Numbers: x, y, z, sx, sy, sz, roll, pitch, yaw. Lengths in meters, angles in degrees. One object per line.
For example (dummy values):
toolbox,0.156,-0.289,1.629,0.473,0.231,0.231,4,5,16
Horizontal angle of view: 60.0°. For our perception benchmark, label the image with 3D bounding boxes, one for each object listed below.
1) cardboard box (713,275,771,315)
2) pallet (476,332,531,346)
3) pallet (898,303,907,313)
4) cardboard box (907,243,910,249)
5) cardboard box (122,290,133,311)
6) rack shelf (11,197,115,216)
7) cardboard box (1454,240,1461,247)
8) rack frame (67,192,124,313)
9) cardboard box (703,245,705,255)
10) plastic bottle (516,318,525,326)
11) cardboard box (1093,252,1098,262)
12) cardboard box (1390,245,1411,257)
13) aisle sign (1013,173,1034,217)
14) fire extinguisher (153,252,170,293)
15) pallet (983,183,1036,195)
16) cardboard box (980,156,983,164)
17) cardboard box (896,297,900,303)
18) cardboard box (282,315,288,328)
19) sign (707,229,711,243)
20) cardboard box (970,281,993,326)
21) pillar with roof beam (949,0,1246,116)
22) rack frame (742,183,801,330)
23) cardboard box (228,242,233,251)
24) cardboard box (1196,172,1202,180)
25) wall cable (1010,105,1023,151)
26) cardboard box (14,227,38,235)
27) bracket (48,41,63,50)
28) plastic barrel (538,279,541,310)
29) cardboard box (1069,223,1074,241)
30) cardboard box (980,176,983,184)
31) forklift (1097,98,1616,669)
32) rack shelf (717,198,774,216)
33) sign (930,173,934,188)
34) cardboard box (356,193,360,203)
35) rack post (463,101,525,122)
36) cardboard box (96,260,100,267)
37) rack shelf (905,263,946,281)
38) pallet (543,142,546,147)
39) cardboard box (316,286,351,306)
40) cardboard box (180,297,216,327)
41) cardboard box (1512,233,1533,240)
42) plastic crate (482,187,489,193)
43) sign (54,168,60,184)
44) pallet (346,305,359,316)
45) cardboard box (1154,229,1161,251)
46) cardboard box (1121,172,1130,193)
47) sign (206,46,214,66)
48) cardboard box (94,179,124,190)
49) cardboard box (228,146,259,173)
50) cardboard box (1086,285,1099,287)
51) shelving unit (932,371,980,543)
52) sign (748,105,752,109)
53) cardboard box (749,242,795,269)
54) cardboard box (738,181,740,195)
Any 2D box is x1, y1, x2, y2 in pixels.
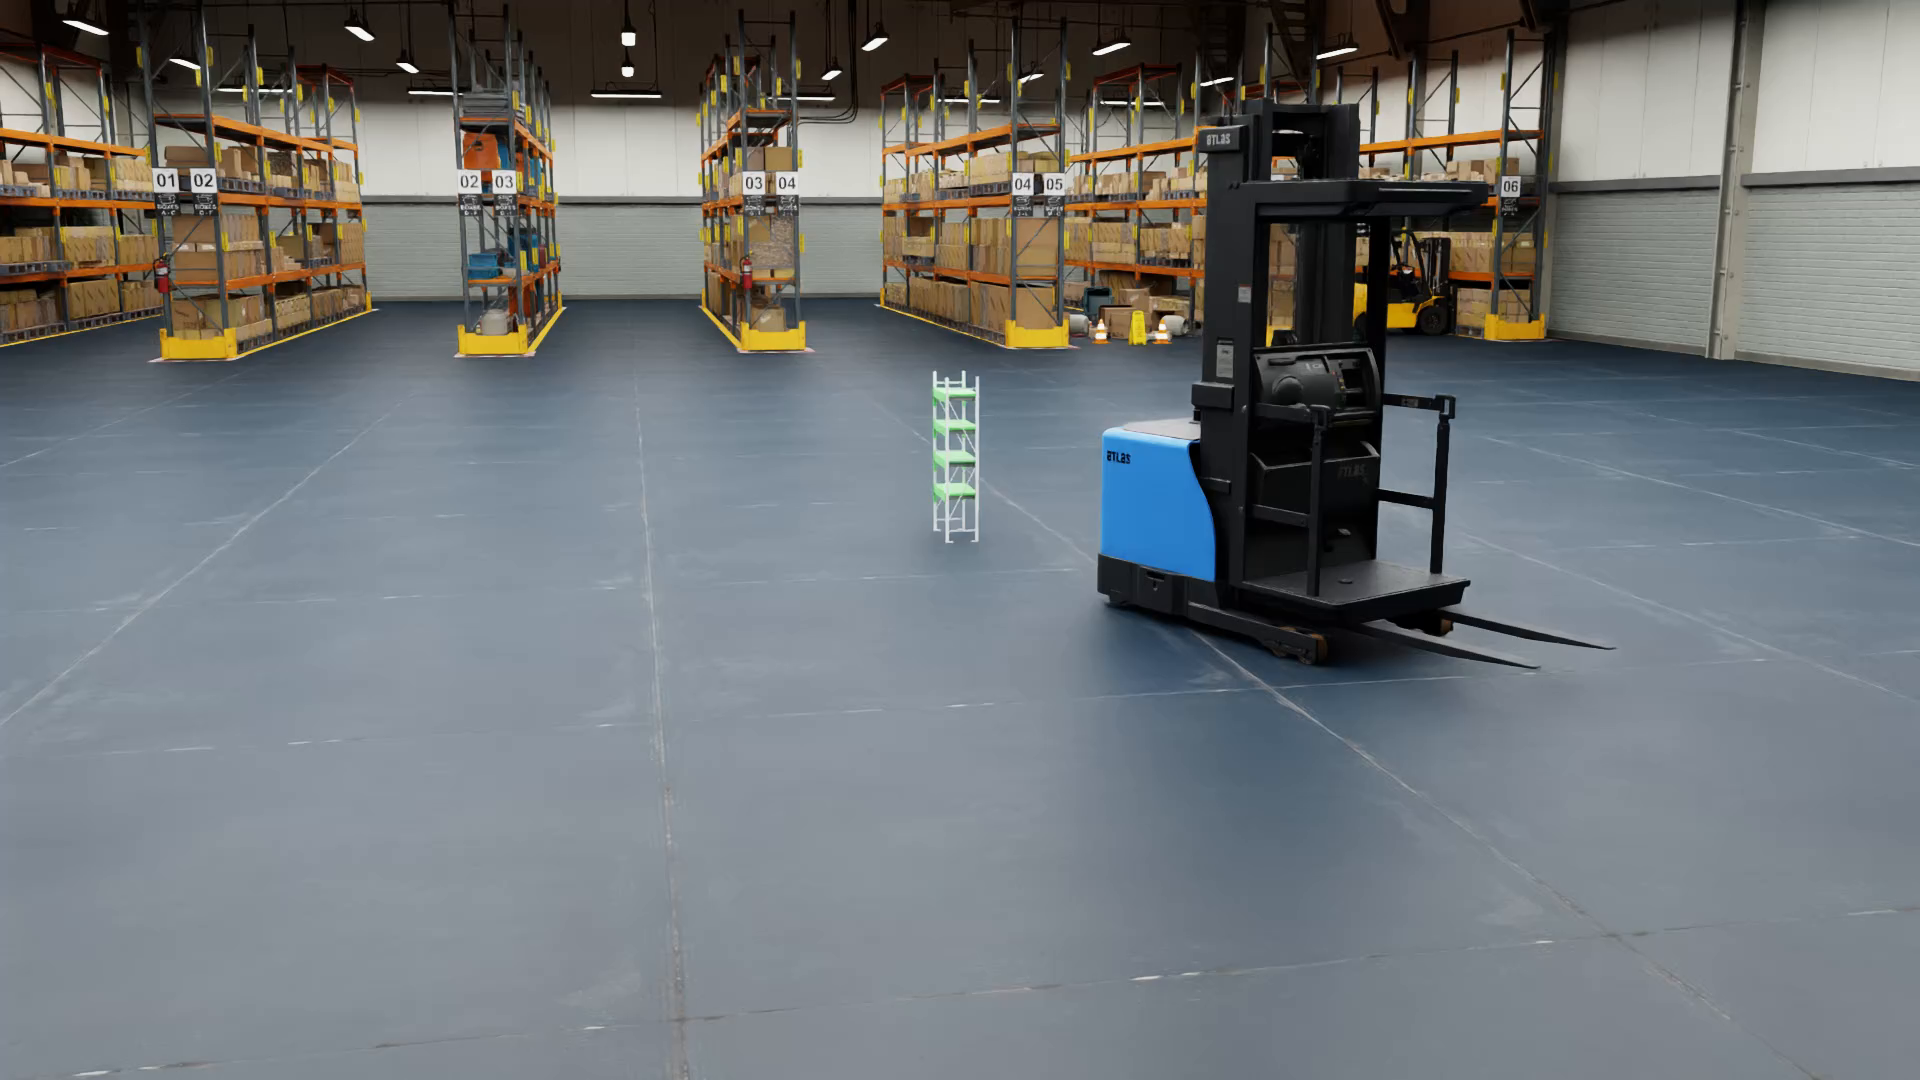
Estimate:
cardboard box,-5.104,-5.748,38.933,1.225,0.875,0.875,-3,11,-14
pallet,-8.740,-3.826,31.732,1.003,0.211,1.213,-2,11,-11
pallet,-1.048,-6.106,43.711,1.003,0.211,1.213,-2,11,-11
cardboard box,-1.104,-7.351,41.550,0.380,0.149,0.250,-3,11,-13
cardboard box,-20.389,-5.771,40.055,0.700,0.500,0.500,-2,11,-10
rack shelf,-19.955,-7.405,36.980,1.077,0.370,4.000,-2,11,-11
cardboard box,10.539,-6.188,34.684,0.380,0.149,0.250,-2,11,-11
rack frame,-20.344,-6.651,39.120,1.000,3.000,0.127,-2,11,-11
cardboard box,-6.717,-7.900,45.286,0.500,0.250,0.500,-2,11,-13
plastic bottle,-8.535,-4.191,32.299,0.152,0.276,0.135,-2,11,-10
cardboard box,3.779,-7.388,43.392,0.500,0.250,0.500,-2,11,-12
cardboard box,10.031,-6.519,37.488,0.500,0.250,0.500,-2,11,-12
aisle sign,1.170,-6.406,30.878,0.394,0.787,0.004,-2,11,-11
fire extinguisher,-13.585,-4.555,28.312,0.296,0.674,0.183,-2,11,-11
pallet,1.056,-6.943,32.865,1.003,0.211,1.213,-2,11,-11
cardboard box,0.610,-7.618,33.323,0.380,0.149,0.250,-2,11,-10
cardboard box,-1.495,-6.409,44.347,0.380,0.149,0.250,-2,11,-11
cardboard box,-13.863,-4.397,33.508,0.500,0.250,0.500,-2,11,-10
sign,-6.312,-7.636,41.764,0.100,0.325,0.005,-2,11,-11
cardboard box,0.727,-4.931,34.641,0.875,0.875,0.875,-2,11,-10
pillar with roof beam,4.180,-11.785,50.046,9.100,9.000,0.548,-2,11,-11
rack frame,-3.434,-4.991,30.396,1.000,3.000,0.127,-2,11,-11
cardboard box,-13.165,-5.219,29.594,0.380,0.149,0.250,-2,11,-12
cardboard box,5.250,-7.757,35.447,0.380,0.149,0.250,-2,11,-12
wall cable,1.792,-12.266,52.574,0.463,3.000,0.029,-2,11,-11
cardboard box,-19.909,-6.565,35.544,0.500,0.250,0.500,-2,11,-9
bracket,-20.900,-11.400,38.400,0.235,0.232,0.430,-2,11,-11
plastic barrel,-10.537,-6.087,40.642,0.600,0.901,0.708,-2,11,-11
cardboard box,3.302,-8.448,45.616,0.500,0.500,0.500,-2,11,-11
cardboard box,0.610,-7.226,33.399,0.380,0.149,0.250,-2,11,-12
forklift,2.101,-0.886,9.014,1.130,2.935,3.031,-8,13,-35
rack shelf,-4.601,-7.212,35.965,1.077,0.370,4.000,-2,11,-11
sign,-0.638,-8.328,38.525,0.100,0.325,0.005,-2,11,-11
cardboard box,-15.905,-8.881,43.214,0.500,0.250,0.500,-2,11,-11
rack post,-8.315,-7.656,29.688,0.937,0.300,0.954,-1,11,-5
cardboard box,-19.831,-6.298,37.882,0.380,0.149,0.250,-2,11,-11
rack shelf,-0.494,-6.633,40.950,1.077,0.370,4.000,-2,11,-11
pallet,-10.435,-9.519,39.716,1.003,0.211,1.213,-2,11,-11
cardboard box,-15.856,-6.166,42.072,0.797,0.503,0.637,-2,11,-11
cardboard box,-13.757,-4.126,30.075,0.500,0.500,0.500,-2,11,-11
cardboard box,11.299,-6.116,33.508,0.380,0.149,0.250,-2,11,-12
plastic crate,-8.959,-6.615,30.951,0.392,0.384,0.575,-2,11,-11
sign,-19.034,-7.665,35.039,0.100,0.325,0.005,-2,11,-11
pallet,-15.859,-5.812,42.171,1.003,0.211,1.213,-2,11,-11
cardboard box,4.809,-6.937,38.433,0.500,0.500,0.500,-2,11,-10
cardboard box,4.352,-8.722,40.587,0.700,0.500,0.500,-3,11,-14
sign,-12.606,-8.134,27.944,0.100,0.325,0.005,-2,11,-11
cardboard box,-20.220,-8.443,39.521,0.500,0.250,0.500,-2,11,-11
cardboard box,-14.011,-7.454,32.587,0.500,0.500,0.500,-2,11,-10
cardboard box,3.936,-6.619,44.679,0.875,0.438,0.875,-2,11,-12
shelving unit,-0.032,-0.620,12.244,0.258,1.200,0.503,-2,11,-11
sign,-5.238,-10.659,41.419,0.100,0.325,0.005,-2,11,-11
cardboard box,-3.514,-5.288,30.894,0.875,0.500,0.500,-2,11,-11
cardboard box,-3.877,-6.561,31.026,0.500,0.250,0.500,-2,11,-11
